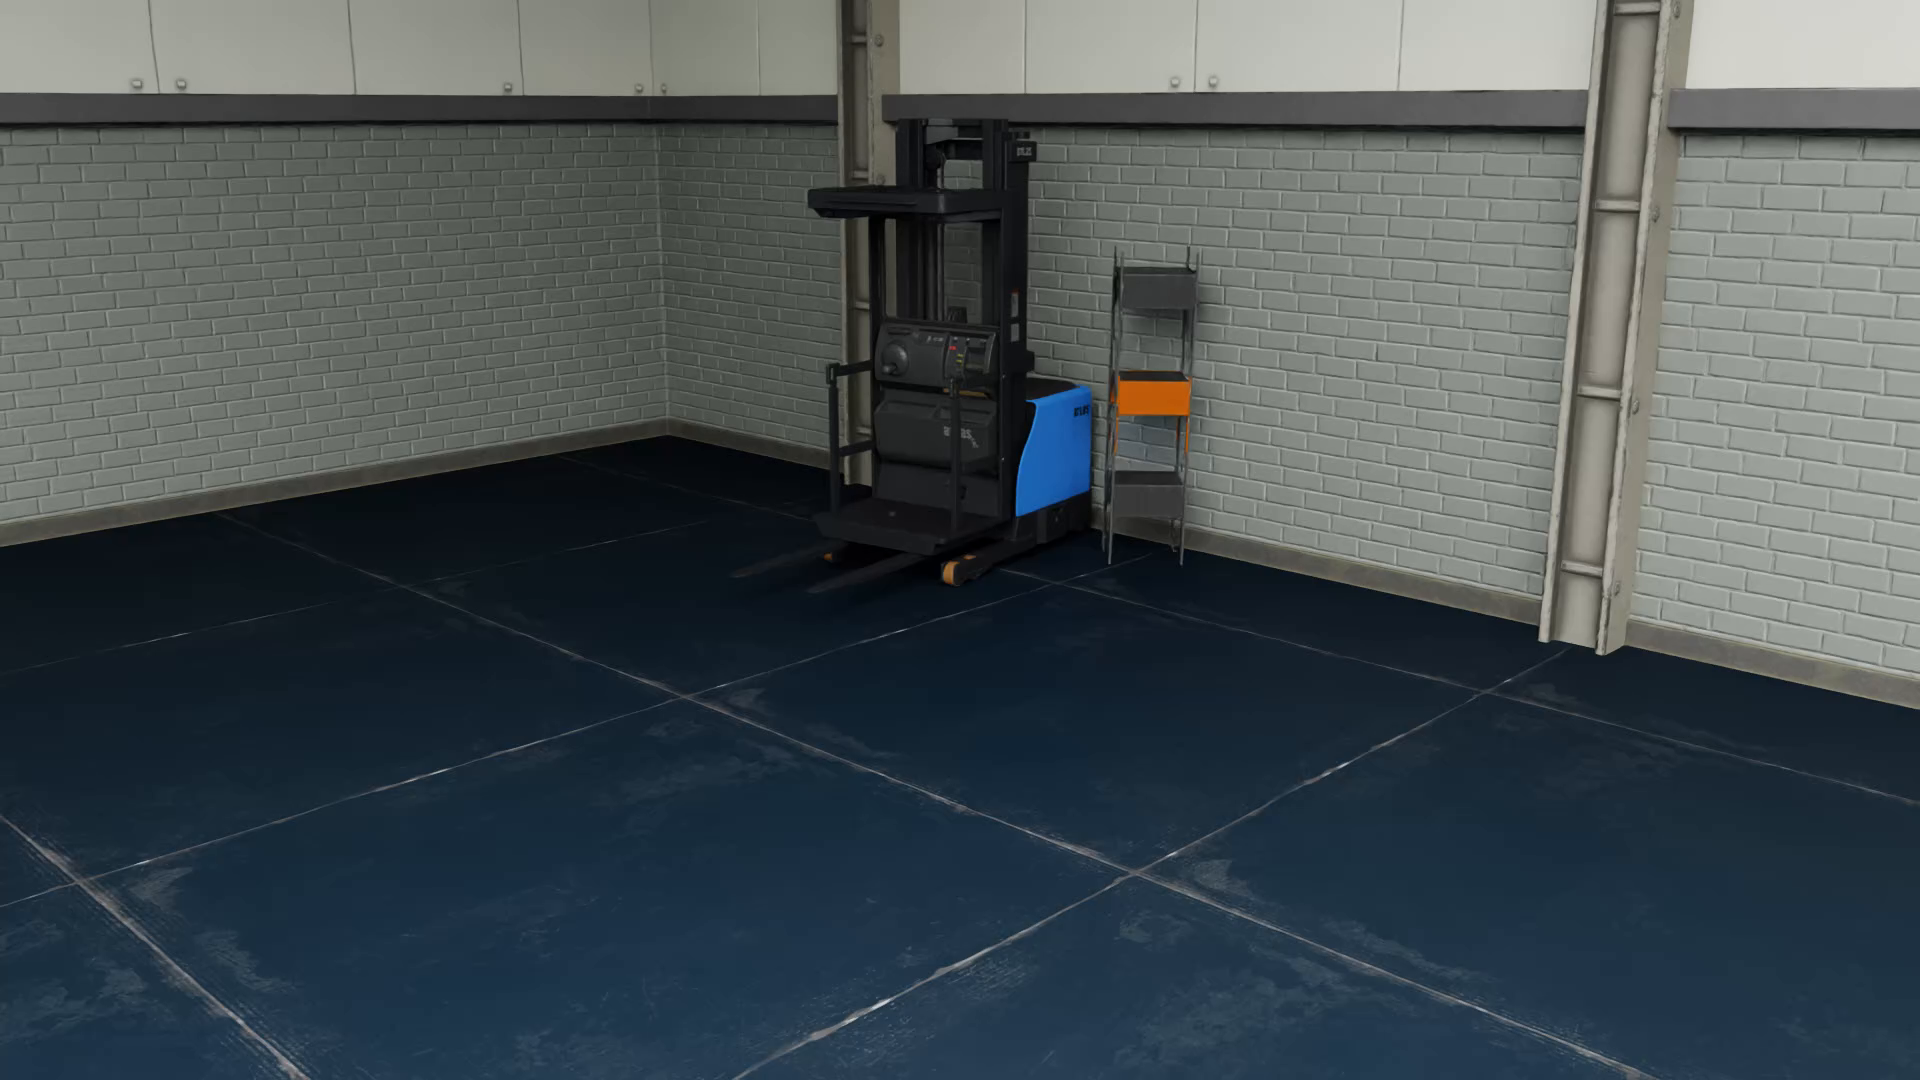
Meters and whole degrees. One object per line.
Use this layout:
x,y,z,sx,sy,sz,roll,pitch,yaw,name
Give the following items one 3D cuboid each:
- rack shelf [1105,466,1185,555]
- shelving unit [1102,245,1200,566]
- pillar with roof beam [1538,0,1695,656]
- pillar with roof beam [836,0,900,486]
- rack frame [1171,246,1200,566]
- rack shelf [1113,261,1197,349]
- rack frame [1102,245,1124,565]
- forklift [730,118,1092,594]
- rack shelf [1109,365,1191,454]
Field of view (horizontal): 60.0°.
1.254,-0.207,11.351,0.480,0.518,0.431,0,16,-2,rack shelf
1.265,-0.892,11.151,0.503,2.100,0.431,0,16,-2,shelving unit
0.624,-2.980,5.522,0.400,9.000,9.100,14,20,42,pillar with roof beam
-3.695,-4.030,9.552,0.400,9.000,9.100,14,20,42,pillar with roof beam
1.509,-0.891,11.161,0.015,2.100,0.400,0,16,-2,rack frame
1.276,-1.551,10.960,0.480,0.518,0.431,0,16,-2,rack shelf
1.021,-0.894,11.142,0.015,2.100,0.400,0,16,-2,rack frame
-0.286,-1.252,10.925,1.130,2.935,3.031,10,18,33,forklift
1.265,-0.879,11.155,0.480,0.518,0.431,0,16,-2,rack shelf
